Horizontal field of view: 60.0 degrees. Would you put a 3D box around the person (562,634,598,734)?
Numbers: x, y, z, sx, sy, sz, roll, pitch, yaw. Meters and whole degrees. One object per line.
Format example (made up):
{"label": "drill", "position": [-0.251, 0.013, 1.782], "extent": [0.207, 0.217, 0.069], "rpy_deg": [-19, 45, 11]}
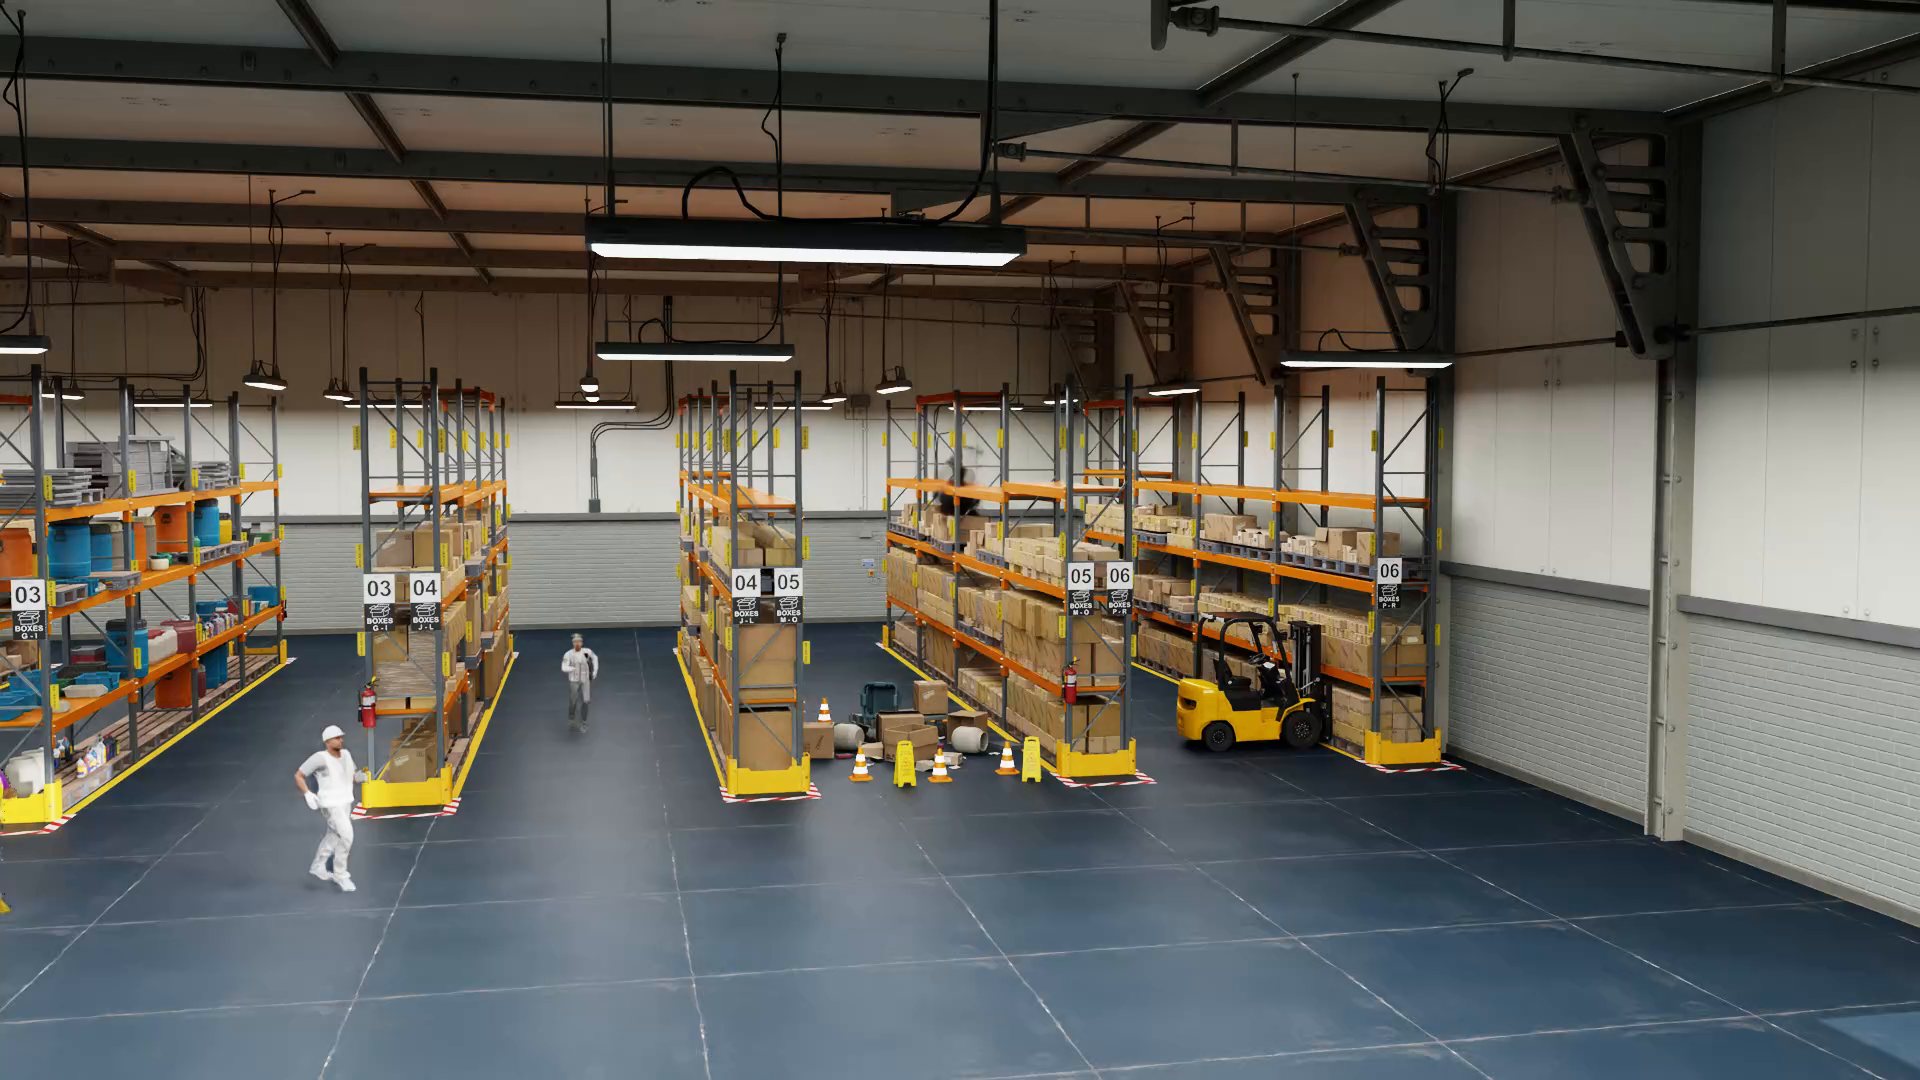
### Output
{"label": "person", "position": [-6.545, 2.455, 28.642], "extent": [0.622, 1.729, 0.866], "rpy_deg": [-1, 4, -16]}

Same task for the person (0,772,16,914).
{"label": "person", "position": [-10.462, 3.052, 17.768], "extent": [0.820, 1.819, 0.677], "rpy_deg": [1, 3, 10]}

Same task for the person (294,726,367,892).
{"label": "person", "position": [-7.001, 3.002, 18.626], "extent": [0.781, 1.847, 0.660], "rpy_deg": [1, 4, 14]}
